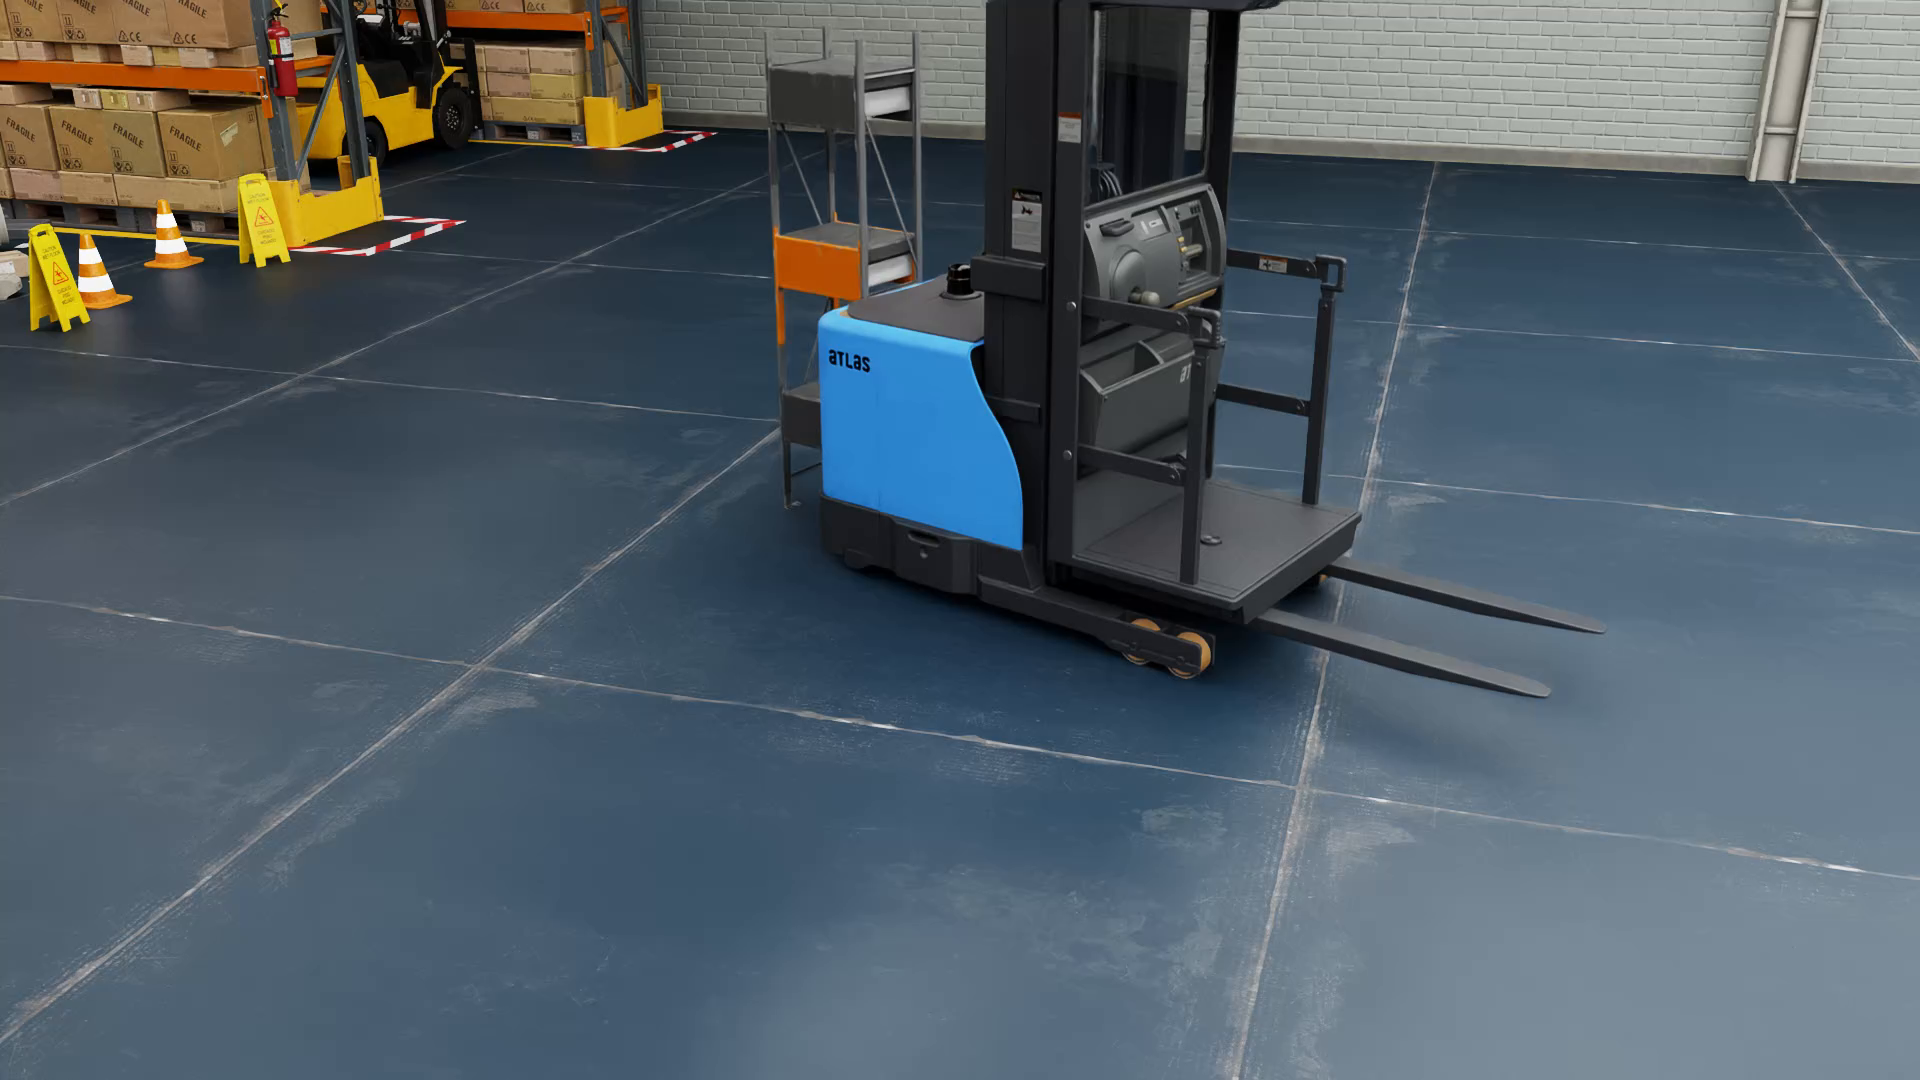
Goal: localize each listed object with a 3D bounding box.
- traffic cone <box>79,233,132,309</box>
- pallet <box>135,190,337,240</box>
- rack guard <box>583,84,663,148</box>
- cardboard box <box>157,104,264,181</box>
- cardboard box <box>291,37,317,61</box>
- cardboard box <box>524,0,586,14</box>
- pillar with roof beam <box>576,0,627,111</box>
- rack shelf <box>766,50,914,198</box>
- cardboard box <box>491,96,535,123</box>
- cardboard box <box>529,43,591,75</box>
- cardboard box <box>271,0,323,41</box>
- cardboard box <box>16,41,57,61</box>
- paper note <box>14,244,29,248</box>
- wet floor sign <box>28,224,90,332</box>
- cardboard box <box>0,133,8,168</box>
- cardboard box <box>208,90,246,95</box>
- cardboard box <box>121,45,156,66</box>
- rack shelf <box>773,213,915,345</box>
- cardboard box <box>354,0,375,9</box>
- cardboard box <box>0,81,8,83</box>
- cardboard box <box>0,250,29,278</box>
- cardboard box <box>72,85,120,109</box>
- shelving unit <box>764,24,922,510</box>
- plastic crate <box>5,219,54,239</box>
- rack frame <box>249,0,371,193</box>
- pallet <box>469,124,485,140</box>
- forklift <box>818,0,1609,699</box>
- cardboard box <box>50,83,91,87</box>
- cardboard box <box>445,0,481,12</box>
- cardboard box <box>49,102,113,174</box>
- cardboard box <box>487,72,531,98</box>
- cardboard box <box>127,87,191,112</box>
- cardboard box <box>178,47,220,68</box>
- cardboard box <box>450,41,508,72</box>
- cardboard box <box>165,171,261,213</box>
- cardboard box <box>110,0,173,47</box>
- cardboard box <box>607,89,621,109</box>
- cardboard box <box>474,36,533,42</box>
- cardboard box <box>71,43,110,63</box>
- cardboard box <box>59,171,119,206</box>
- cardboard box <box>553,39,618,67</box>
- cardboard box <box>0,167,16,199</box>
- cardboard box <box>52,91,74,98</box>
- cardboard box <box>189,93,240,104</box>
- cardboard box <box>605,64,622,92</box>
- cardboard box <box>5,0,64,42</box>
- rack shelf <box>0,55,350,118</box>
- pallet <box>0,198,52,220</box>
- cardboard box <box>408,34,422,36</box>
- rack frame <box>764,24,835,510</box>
[{"bbox_3d":[-5.776,-1.810,11.072,0.334,0.463,0.336,7,23,16],"label":"traffic cone"},{"bbox_3d":[-5.837,-2.666,13.490,1.213,0.211,1.003,7,23,16],"label":"pallet"},{"bbox_3d":[-3.543,-4.490,17.558,0.348,0.500,1.175,7,23,16],"label":"rack guard"},{"bbox_3d":[-5.839,-3.108,12.975,0.500,0.500,0.500,7,23,16],"label":"cardboard box"},{"bbox_3d":[-5.262,-3.842,13.014,0.250,0.149,0.380,7,23,16],"label":"cardboard box"},{"bbox_3d":[-4.113,-5.654,16.970,0.500,0.500,0.500,6,23,14],"label":"cardboard box"},{"bbox_3d":[-5.216,-7.265,13.123,0.400,9.000,9.100,7,23,16],"label":"pillar with roof beam"},{"bbox_3d":[-0.485,-1.752,6.967,0.480,0.518,0.431,16,27,33],"label":"rack shelf"},{"bbox_3d":[-4.581,-4.566,17.519,0.500,0.250,0.500,7,23,15],"label":"cardboard box"},{"bbox_3d":[-4.097,-4.971,17.189,0.500,0.250,0.500,7,23,17],"label":"cardboard box"},{"bbox_3d":[-5.370,-4.182,12.989,0.500,0.500,0.500,6,23,15],"label":"cardboard box"},{"bbox_3d":[-7.146,-3.856,13.048,0.250,0.149,0.380,6,23,15],"label":"cardboard box"},{"bbox_3d":[-7.153,-2.269,12.761,0.148,0.019,0.142,-1,22,-3],"label":"paper note"},{"bbox_3d":[-5.730,-1.663,10.474,0.232,0.644,0.267,3,22,6],"label":"wet floor sign"},{"bbox_3d":[-7.823,-3.336,13.532,0.500,0.500,0.500,8,23,18],"label":"cardboard box"},{"bbox_3d":[-7.898,-5.237,18.659,0.625,0.625,0.875,8,24,18],"label":"cardboard box"},{"bbox_3d":[-6.185,-3.733,12.749,0.250,0.149,0.380,7,23,16],"label":"cardboard box"},{"bbox_3d":[-0.485,-1.105,7.233,0.480,0.518,0.431,16,27,33],"label":"rack shelf"},{"bbox_3d":[-6.058,-5.884,17.531,0.500,0.500,0.500,6,23,15],"label":"cardboard box"},{"bbox_3d":[-7.744,-3.599,13.319,0.250,0.149,0.380,7,23,18],"label":"cardboard box"},{"bbox_3d":[-6.834,-1.936,11.794,0.380,0.149,0.250,-20,29,-39],"label":"cardboard box"},{"bbox_3d":[-6.701,-3.482,13.033,0.250,0.149,0.380,8,23,18],"label":"cardboard box"},{"bbox_3d":[-0.485,-1.117,7.227,0.503,2.100,0.431,16,27,33],"label":"shelving unit"},{"bbox_3d":[-7.560,-2.463,13.169,0.583,0.080,0.402,-1,22,-3],"label":"plastic crate"},{"bbox_3d":[-4.996,-3.845,12.692,0.127,3.000,1.000,7,23,16],"label":"rack frame"},{"bbox_3d":[-5.475,-4.562,18.114,1.213,0.211,1.003,7,23,15],"label":"pallet"},{"bbox_3d":[0.899,-1.080,6.041,3.031,2.935,1.130,16,27,33],"label":"forklift"},{"bbox_3d":[-10.004,-5.480,19.252,0.625,0.625,0.875,7,23,17],"label":"cardboard box"},{"bbox_3d":[-5.098,-5.770,17.253,0.500,0.500,0.500,6,23,14],"label":"cardboard box"},{"bbox_3d":[-6.820,-3.221,13.253,0.500,0.500,0.500,6,23,14],"label":"cardboard box"},{"bbox_3d":[-4.599,-4.801,17.434,0.500,0.250,0.500,6,23,15],"label":"cardboard box"},{"bbox_3d":[-6.210,-3.424,12.891,0.250,0.149,0.380,7,23,17],"label":"cardboard box"},{"bbox_3d":[-5.691,-3.680,12.620,0.250,0.149,0.380,6,23,15],"label":"cardboard box"},{"bbox_3d":[-5.074,-5.077,17.446,0.500,0.250,0.500,7,23,16],"label":"cardboard box"},{"bbox_3d":[-5.871,-2.761,13.118,0.500,0.250,0.500,6,23,15],"label":"cardboard box"},{"bbox_3d":[-6.074,-4.045,12.656,0.500,0.500,0.500,7,23,16],"label":"cardboard box"},{"bbox_3d":[-3.980,-4.696,17.836,0.500,0.250,0.500,7,23,16],"label":"cardboard box"},{"bbox_3d":[-4.927,-5.268,17.912,0.500,0.250,0.500,6,23,15],"label":"cardboard box"},{"bbox_3d":[-6.661,-3.807,12.930,0.250,0.149,0.380,6,23,15],"label":"cardboard box"},{"bbox_3d":[-6.844,-2.873,13.392,0.500,0.250,0.500,6,23,14],"label":"cardboard box"},{"bbox_3d":[-3.972,-5.155,17.638,0.500,0.250,0.500,6,23,15],"label":"cardboard box"},{"bbox_3d":[-7.825,-2.989,13.674,0.500,0.250,0.500,8,24,19],"label":"cardboard box"},{"bbox_3d":[-7.206,-3.475,13.871,0.500,0.500,0.500,8,24,18],"label":"cardboard box"},{"bbox_3d":[-6.214,-3.362,13.594,0.500,0.500,0.500,6,23,14],"label":"cardboard box"},{"bbox_3d":[-3.956,-4.930,17.747,0.500,0.250,0.500,7,23,16],"label":"cardboard box"},{"bbox_3d":[-7.031,-4.164,12.945,0.500,0.500,0.500,7,23,16],"label":"cardboard box"},{"bbox_3d":[-6.911,-3.732,13.363,4.000,0.370,1.077,7,23,16],"label":"rack shelf"},{"bbox_3d":[-8.173,-2.933,14.142,1.213,0.211,1.003,7,23,16],"label":"pallet"},{"bbox_3d":[-5.899,-5.378,18.182,0.500,0.250,0.500,7,23,16],"label":"cardboard box"},{"bbox_3d":[-0.681,-1.173,7.362,0.015,2.100,0.400,16,27,33],"label":"rack frame"}]
